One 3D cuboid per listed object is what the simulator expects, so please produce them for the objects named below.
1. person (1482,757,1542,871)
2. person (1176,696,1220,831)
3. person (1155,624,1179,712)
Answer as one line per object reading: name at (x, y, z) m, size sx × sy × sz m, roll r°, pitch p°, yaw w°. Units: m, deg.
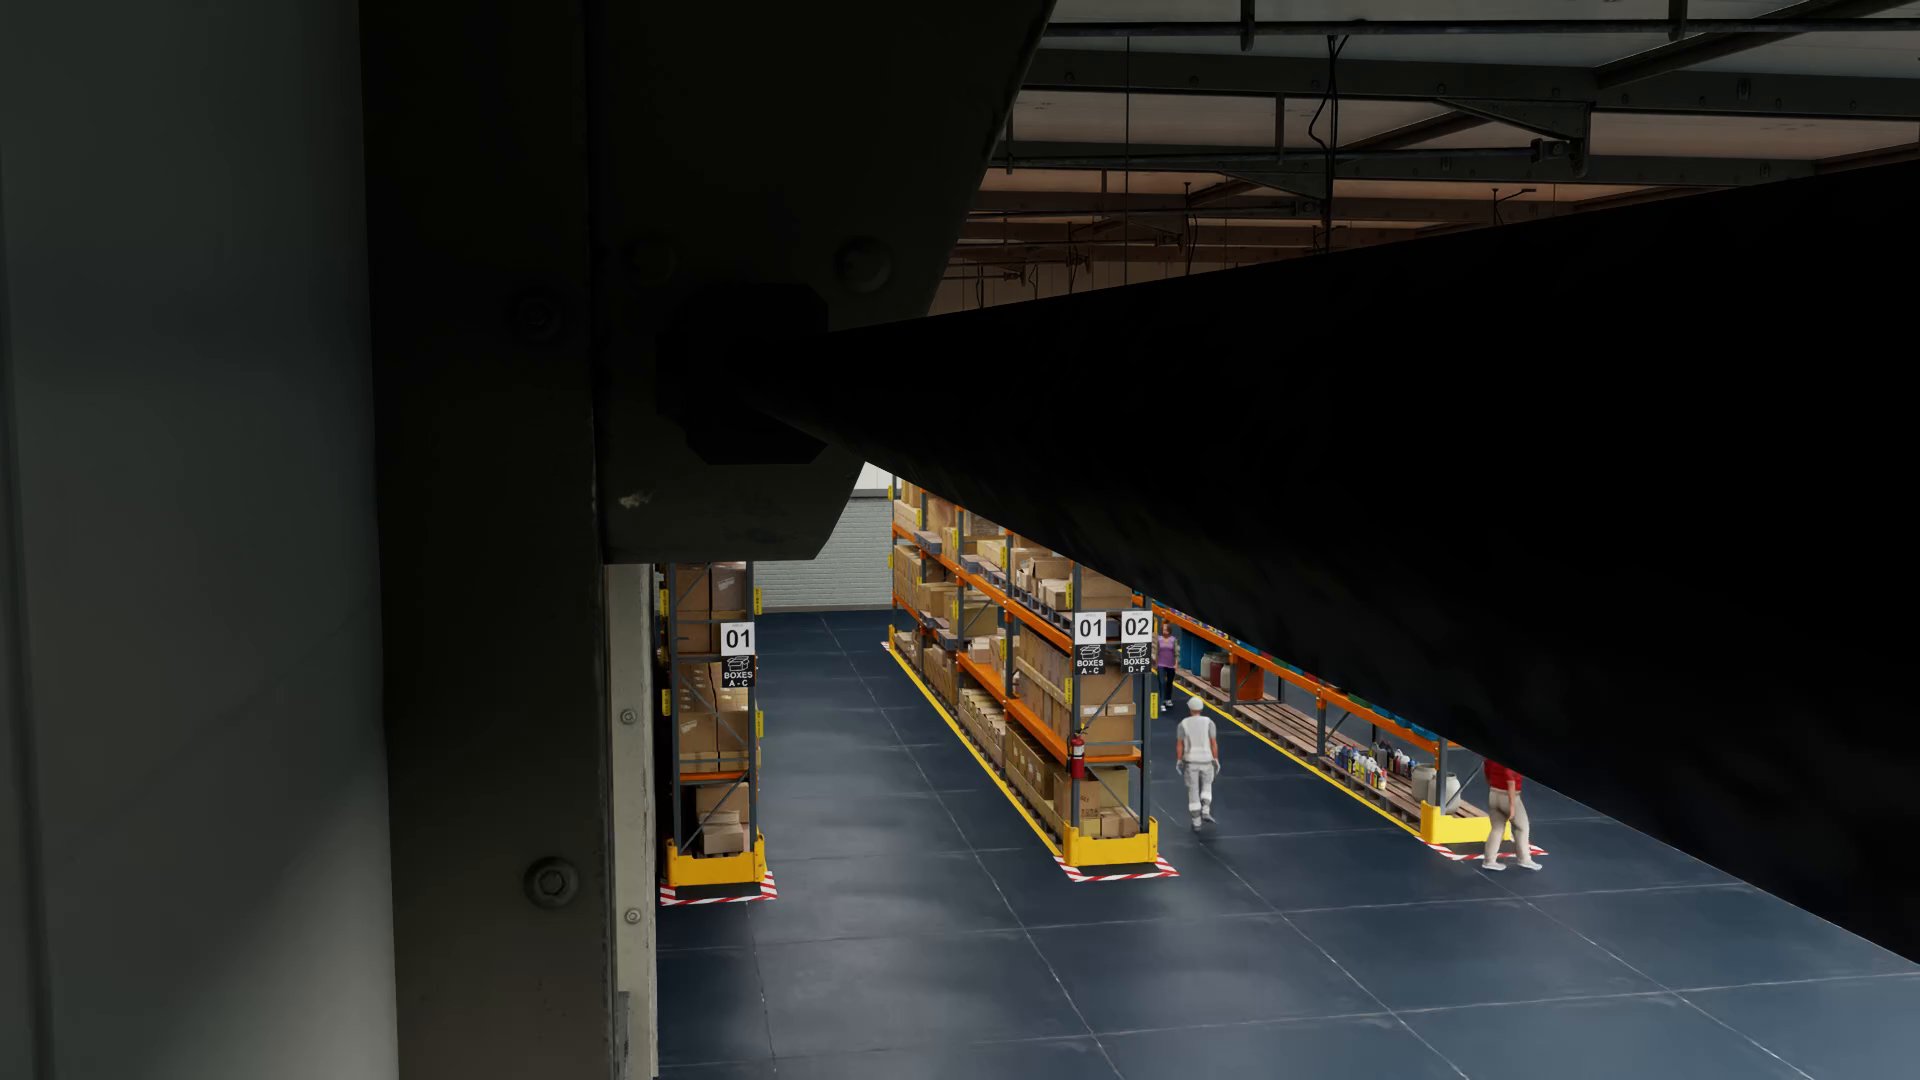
person at (6.841, 3.246, 20.692) m, size 0.713 × 1.735 × 0.552 m, roll -3°, pitch 7°, yaw -29°
person at (3.212, 3.002, 22.498) m, size 0.585 × 1.772 × 0.496 m, roll 0°, pitch 6°, yaw 4°
person at (3.743, 2.290, 30.062) m, size 0.432 × 1.552 × 0.903 m, roll 1°, pitch 6°, yaw 6°
